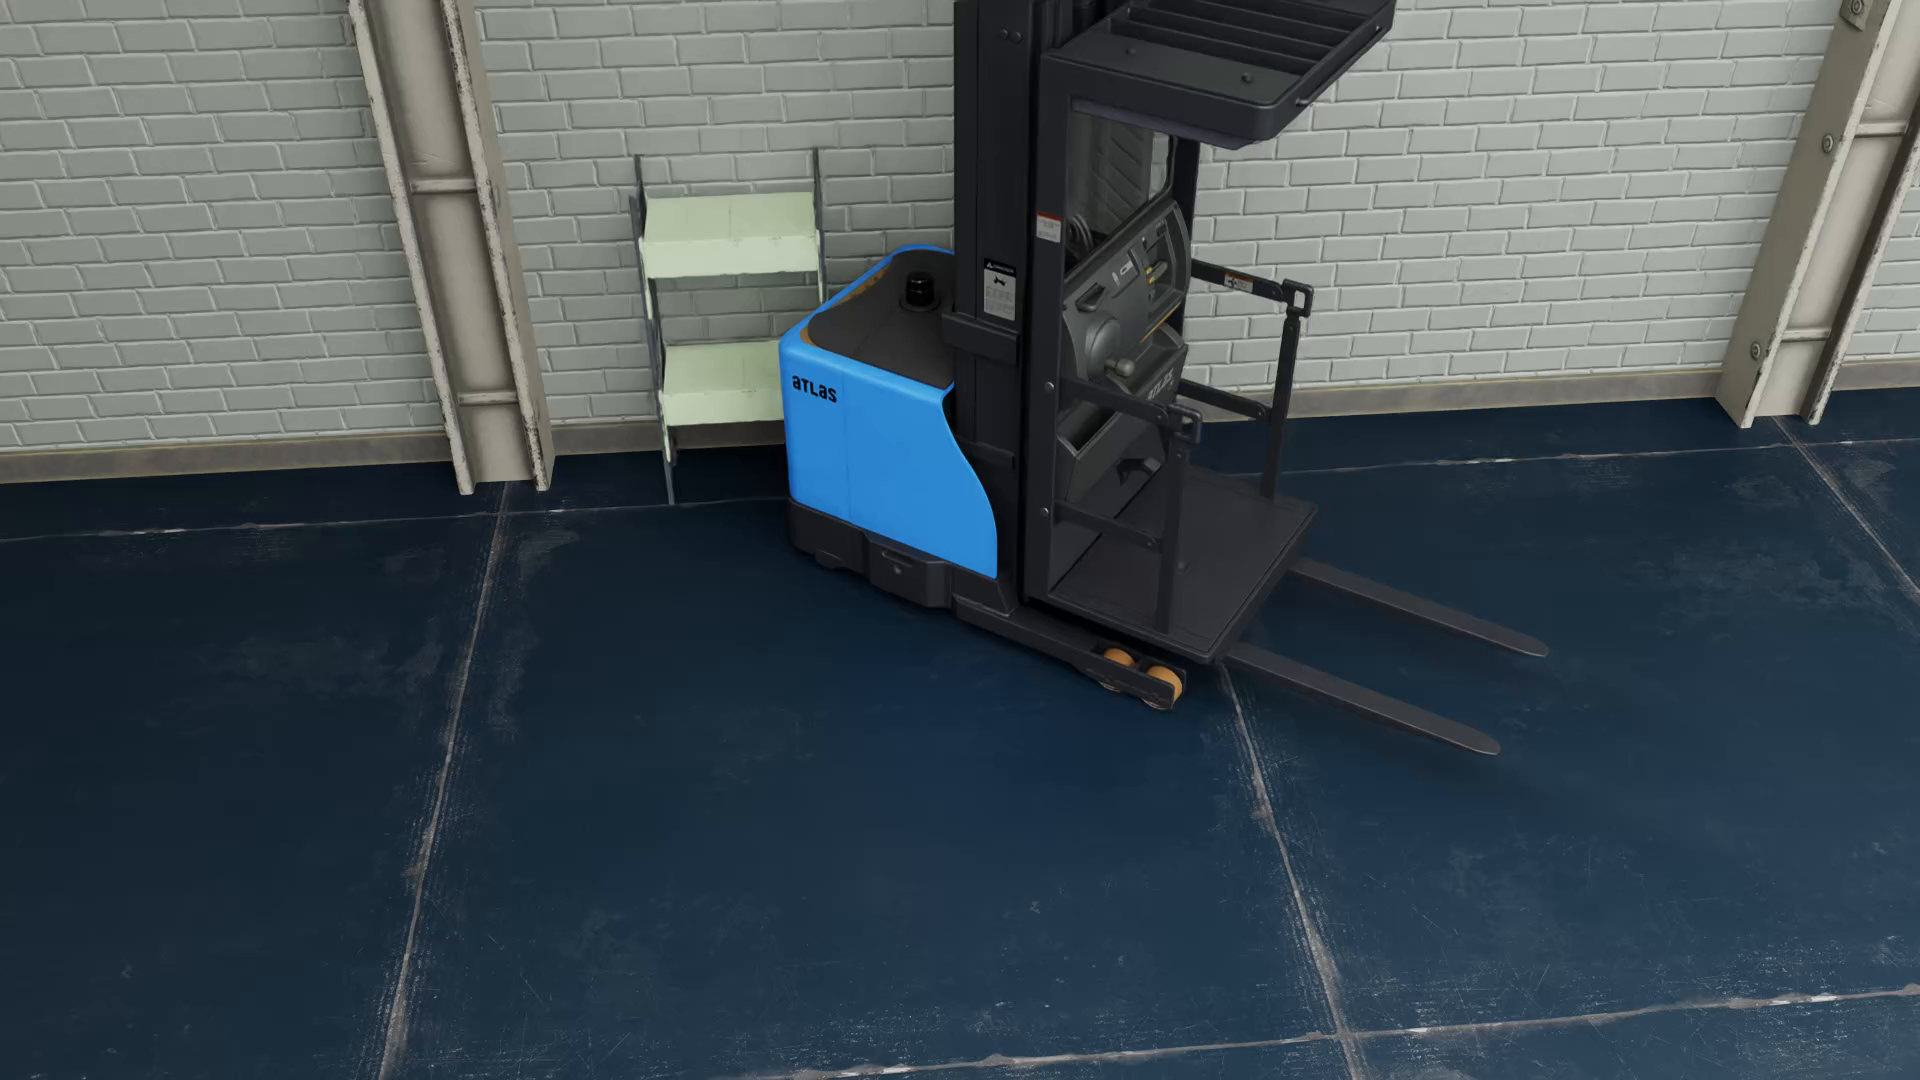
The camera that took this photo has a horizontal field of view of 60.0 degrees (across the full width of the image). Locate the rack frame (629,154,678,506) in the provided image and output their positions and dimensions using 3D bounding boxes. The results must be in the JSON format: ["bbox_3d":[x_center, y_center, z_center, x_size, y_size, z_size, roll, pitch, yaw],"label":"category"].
[{"bbox_3d":[-1.309,-0.870,7.136,0.023,1.500,0.400,-3,38,-4],"label":"rack frame"}]

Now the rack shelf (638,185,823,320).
[{"bbox_3d":[-0.944,-1.201,6.926,0.720,0.370,0.431,-3,38,-4],"label":"rack shelf"}]

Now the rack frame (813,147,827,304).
[{"bbox_3d":[-0.580,-0.914,7.193,0.023,1.500,0.400,-3,38,-4],"label":"rack frame"}]

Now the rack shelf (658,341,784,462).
[{"bbox_3d":[-0.944,-0.634,7.364,0.720,0.370,0.431,-3,38,-4],"label":"rack shelf"}]

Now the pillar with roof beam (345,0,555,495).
[{"bbox_3d":[-1.694,-1.187,1.490,0.400,9.000,9.100,-3,38,-4],"label":"pillar with roof beam"}]

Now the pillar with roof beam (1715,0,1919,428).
[{"bbox_3d":[4.283,-1.516,1.907,0.400,9.000,9.100,-3,38,-4],"label":"pillar with roof beam"}]

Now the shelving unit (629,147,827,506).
[{"bbox_3d":[-0.944,-0.892,7.165,0.755,1.500,0.431,-3,38,-4],"label":"shelving unit"}]

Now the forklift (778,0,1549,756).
[{"bbox_3d":[0.792,-0.875,5.993,3.031,2.935,1.130,21,43,24],"label":"forklift"}]
